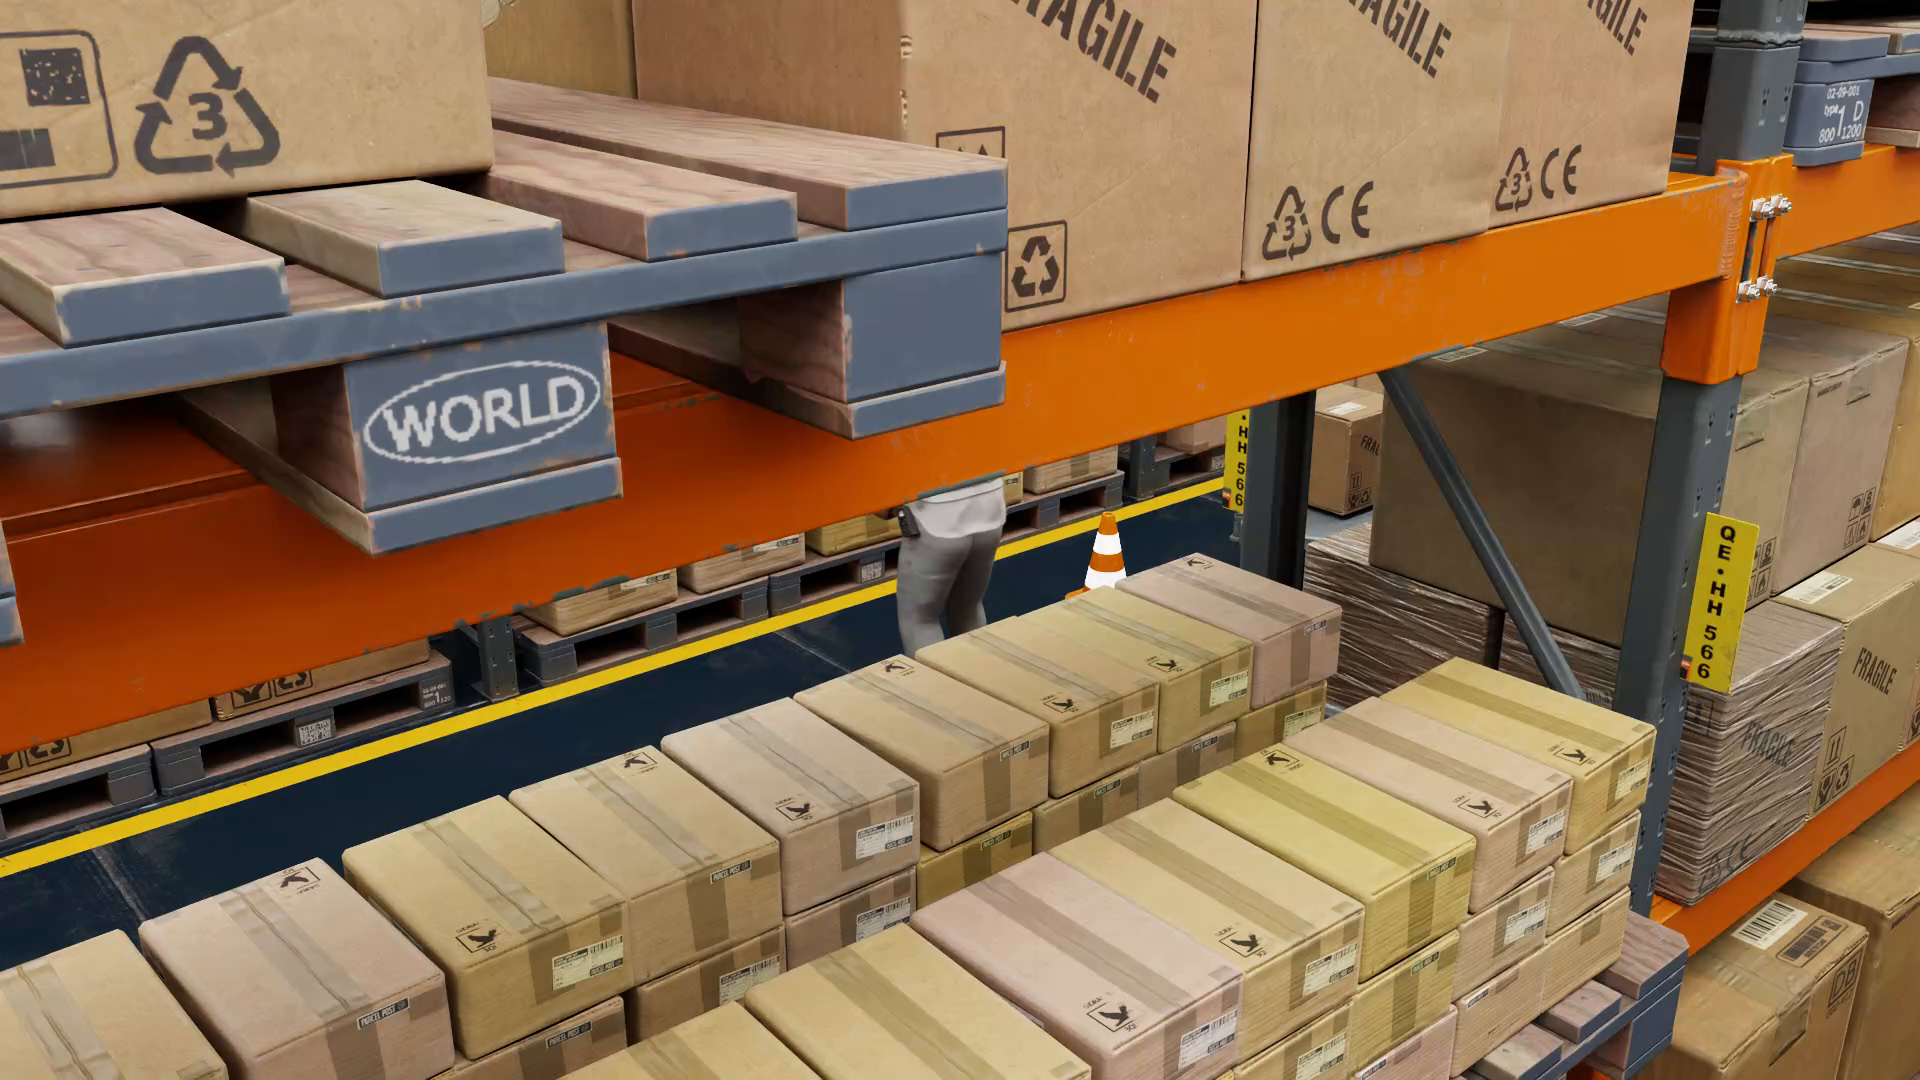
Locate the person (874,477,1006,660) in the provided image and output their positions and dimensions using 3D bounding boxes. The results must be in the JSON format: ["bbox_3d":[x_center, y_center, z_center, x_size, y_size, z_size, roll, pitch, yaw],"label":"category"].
[{"bbox_3d":[-0.103,-0.079,6.750,0.494,1.768,0.573,-17,27,-37],"label":"person"}]
